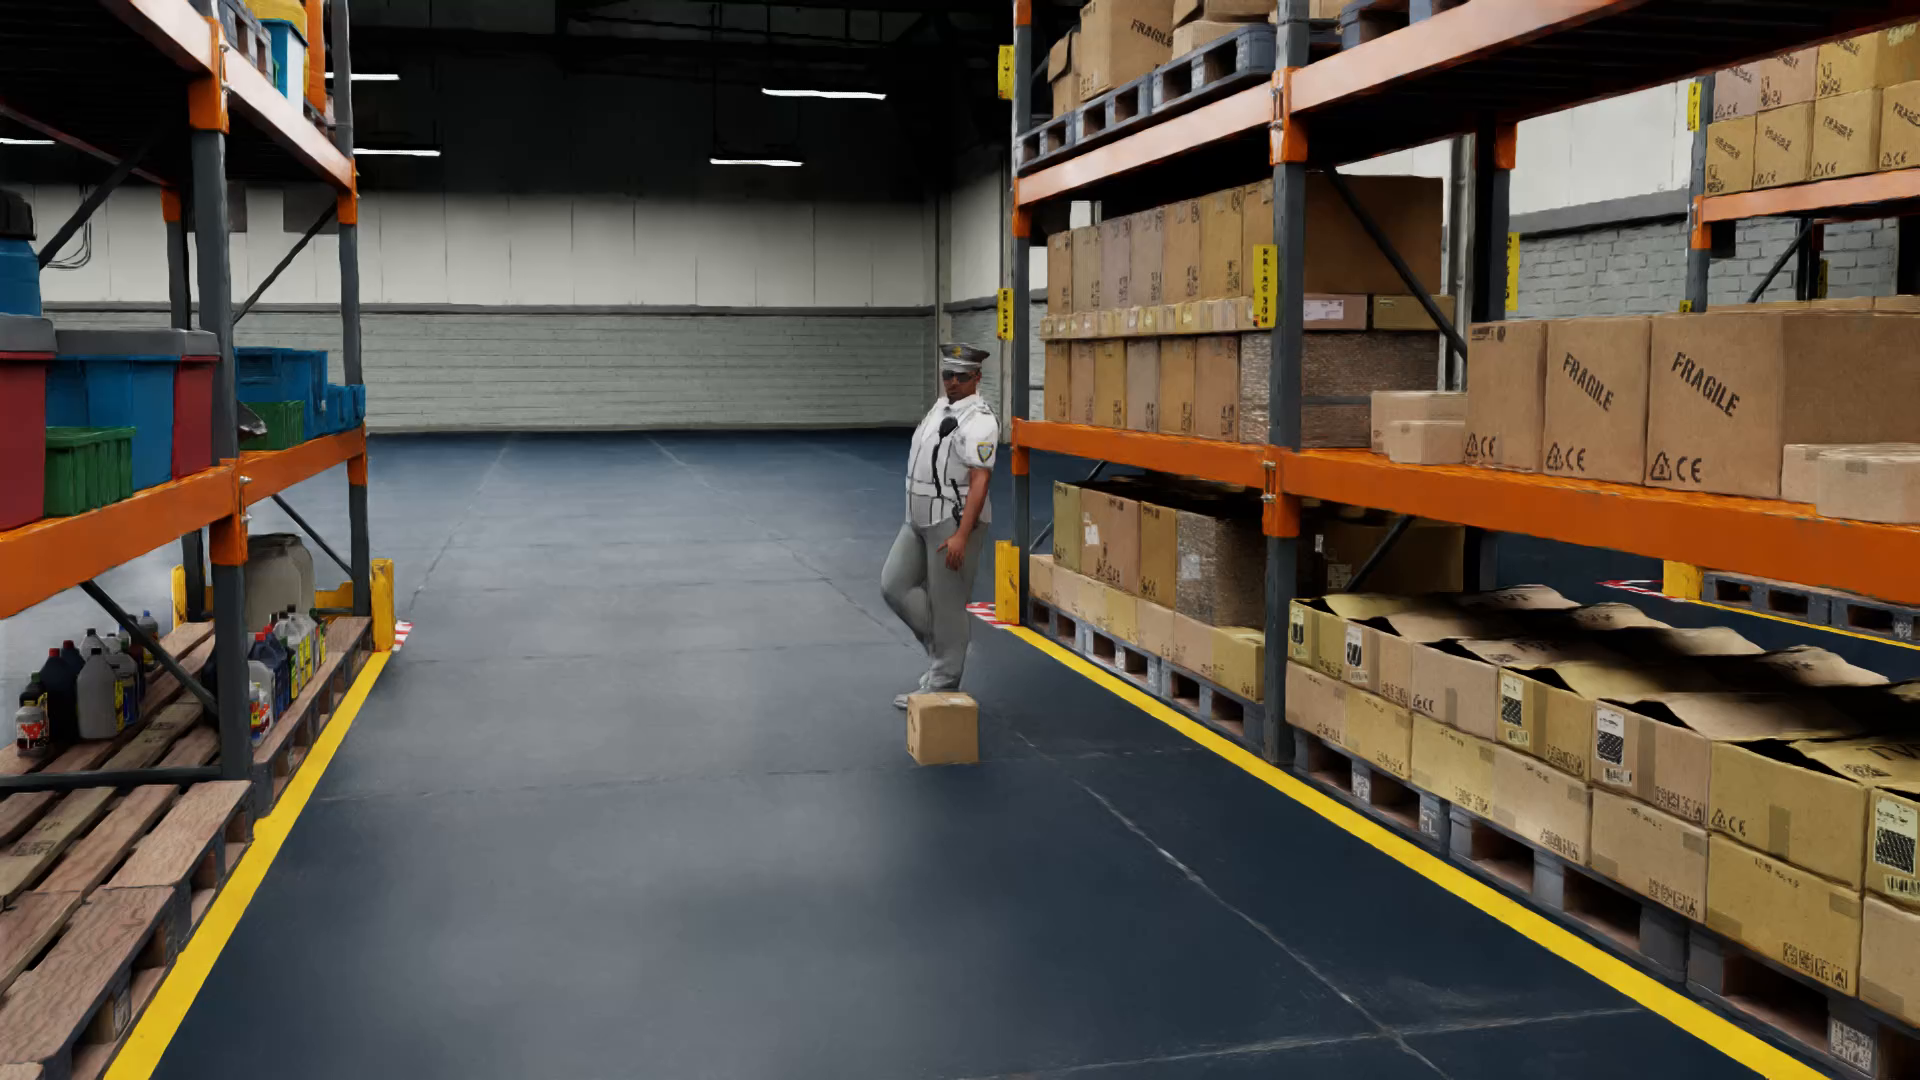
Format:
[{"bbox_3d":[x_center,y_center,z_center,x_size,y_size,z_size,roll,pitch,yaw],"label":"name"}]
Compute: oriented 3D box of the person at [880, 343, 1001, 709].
[{"bbox_3d":[-0.098,-0.065,7.981,0.450,1.749,0.706,-3,7,-26],"label":"person"}]
